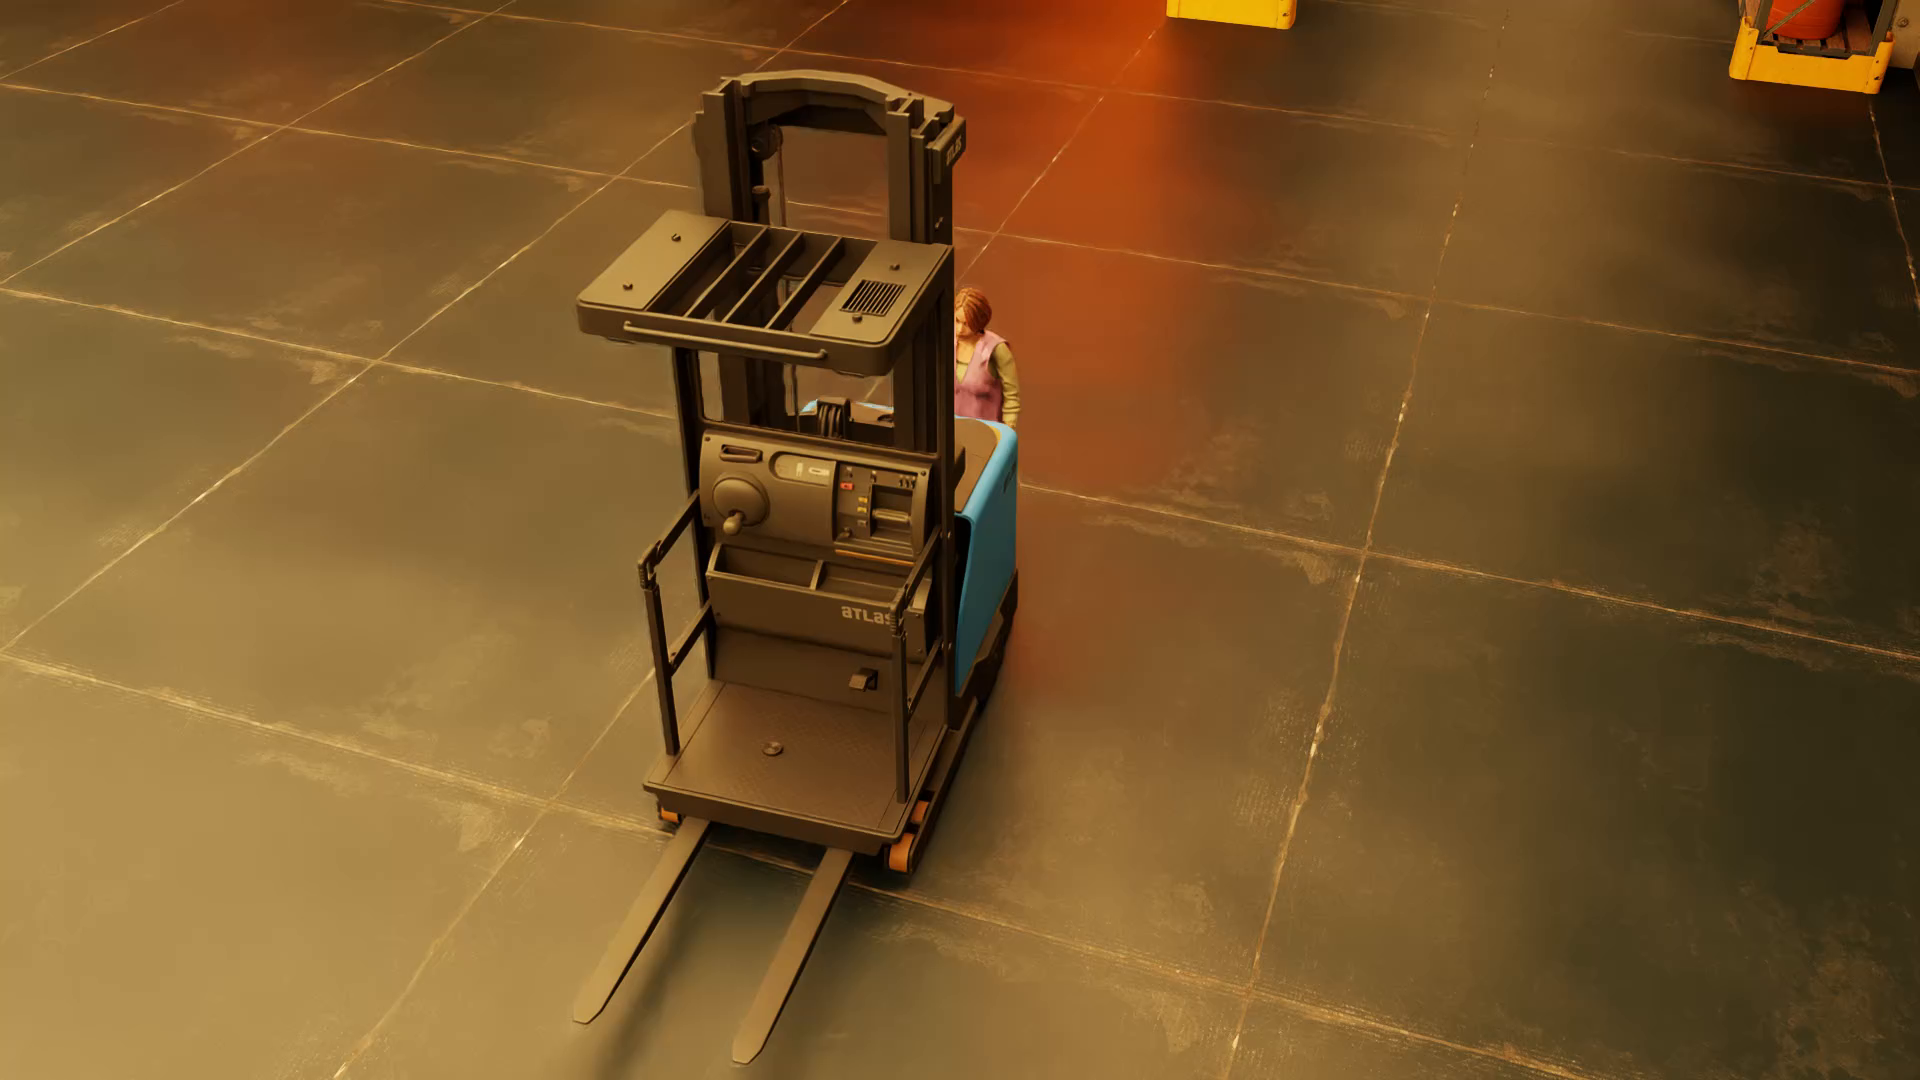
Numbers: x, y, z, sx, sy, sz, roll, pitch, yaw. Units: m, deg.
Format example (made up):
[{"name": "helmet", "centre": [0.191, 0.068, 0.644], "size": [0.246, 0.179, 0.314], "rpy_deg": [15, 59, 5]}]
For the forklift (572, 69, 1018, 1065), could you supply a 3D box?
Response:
[{"name": "forklift", "centre": [-0.625, -0.105, 6.259], "size": [1.130, 2.935, 3.031], "rpy_deg": [10, 36, 13]}]

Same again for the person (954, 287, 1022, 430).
[{"name": "person", "centre": [-0.058, -0.438, 7.930], "size": [0.593, 1.522, 0.634], "rpy_deg": [20, 40, 25]}]
